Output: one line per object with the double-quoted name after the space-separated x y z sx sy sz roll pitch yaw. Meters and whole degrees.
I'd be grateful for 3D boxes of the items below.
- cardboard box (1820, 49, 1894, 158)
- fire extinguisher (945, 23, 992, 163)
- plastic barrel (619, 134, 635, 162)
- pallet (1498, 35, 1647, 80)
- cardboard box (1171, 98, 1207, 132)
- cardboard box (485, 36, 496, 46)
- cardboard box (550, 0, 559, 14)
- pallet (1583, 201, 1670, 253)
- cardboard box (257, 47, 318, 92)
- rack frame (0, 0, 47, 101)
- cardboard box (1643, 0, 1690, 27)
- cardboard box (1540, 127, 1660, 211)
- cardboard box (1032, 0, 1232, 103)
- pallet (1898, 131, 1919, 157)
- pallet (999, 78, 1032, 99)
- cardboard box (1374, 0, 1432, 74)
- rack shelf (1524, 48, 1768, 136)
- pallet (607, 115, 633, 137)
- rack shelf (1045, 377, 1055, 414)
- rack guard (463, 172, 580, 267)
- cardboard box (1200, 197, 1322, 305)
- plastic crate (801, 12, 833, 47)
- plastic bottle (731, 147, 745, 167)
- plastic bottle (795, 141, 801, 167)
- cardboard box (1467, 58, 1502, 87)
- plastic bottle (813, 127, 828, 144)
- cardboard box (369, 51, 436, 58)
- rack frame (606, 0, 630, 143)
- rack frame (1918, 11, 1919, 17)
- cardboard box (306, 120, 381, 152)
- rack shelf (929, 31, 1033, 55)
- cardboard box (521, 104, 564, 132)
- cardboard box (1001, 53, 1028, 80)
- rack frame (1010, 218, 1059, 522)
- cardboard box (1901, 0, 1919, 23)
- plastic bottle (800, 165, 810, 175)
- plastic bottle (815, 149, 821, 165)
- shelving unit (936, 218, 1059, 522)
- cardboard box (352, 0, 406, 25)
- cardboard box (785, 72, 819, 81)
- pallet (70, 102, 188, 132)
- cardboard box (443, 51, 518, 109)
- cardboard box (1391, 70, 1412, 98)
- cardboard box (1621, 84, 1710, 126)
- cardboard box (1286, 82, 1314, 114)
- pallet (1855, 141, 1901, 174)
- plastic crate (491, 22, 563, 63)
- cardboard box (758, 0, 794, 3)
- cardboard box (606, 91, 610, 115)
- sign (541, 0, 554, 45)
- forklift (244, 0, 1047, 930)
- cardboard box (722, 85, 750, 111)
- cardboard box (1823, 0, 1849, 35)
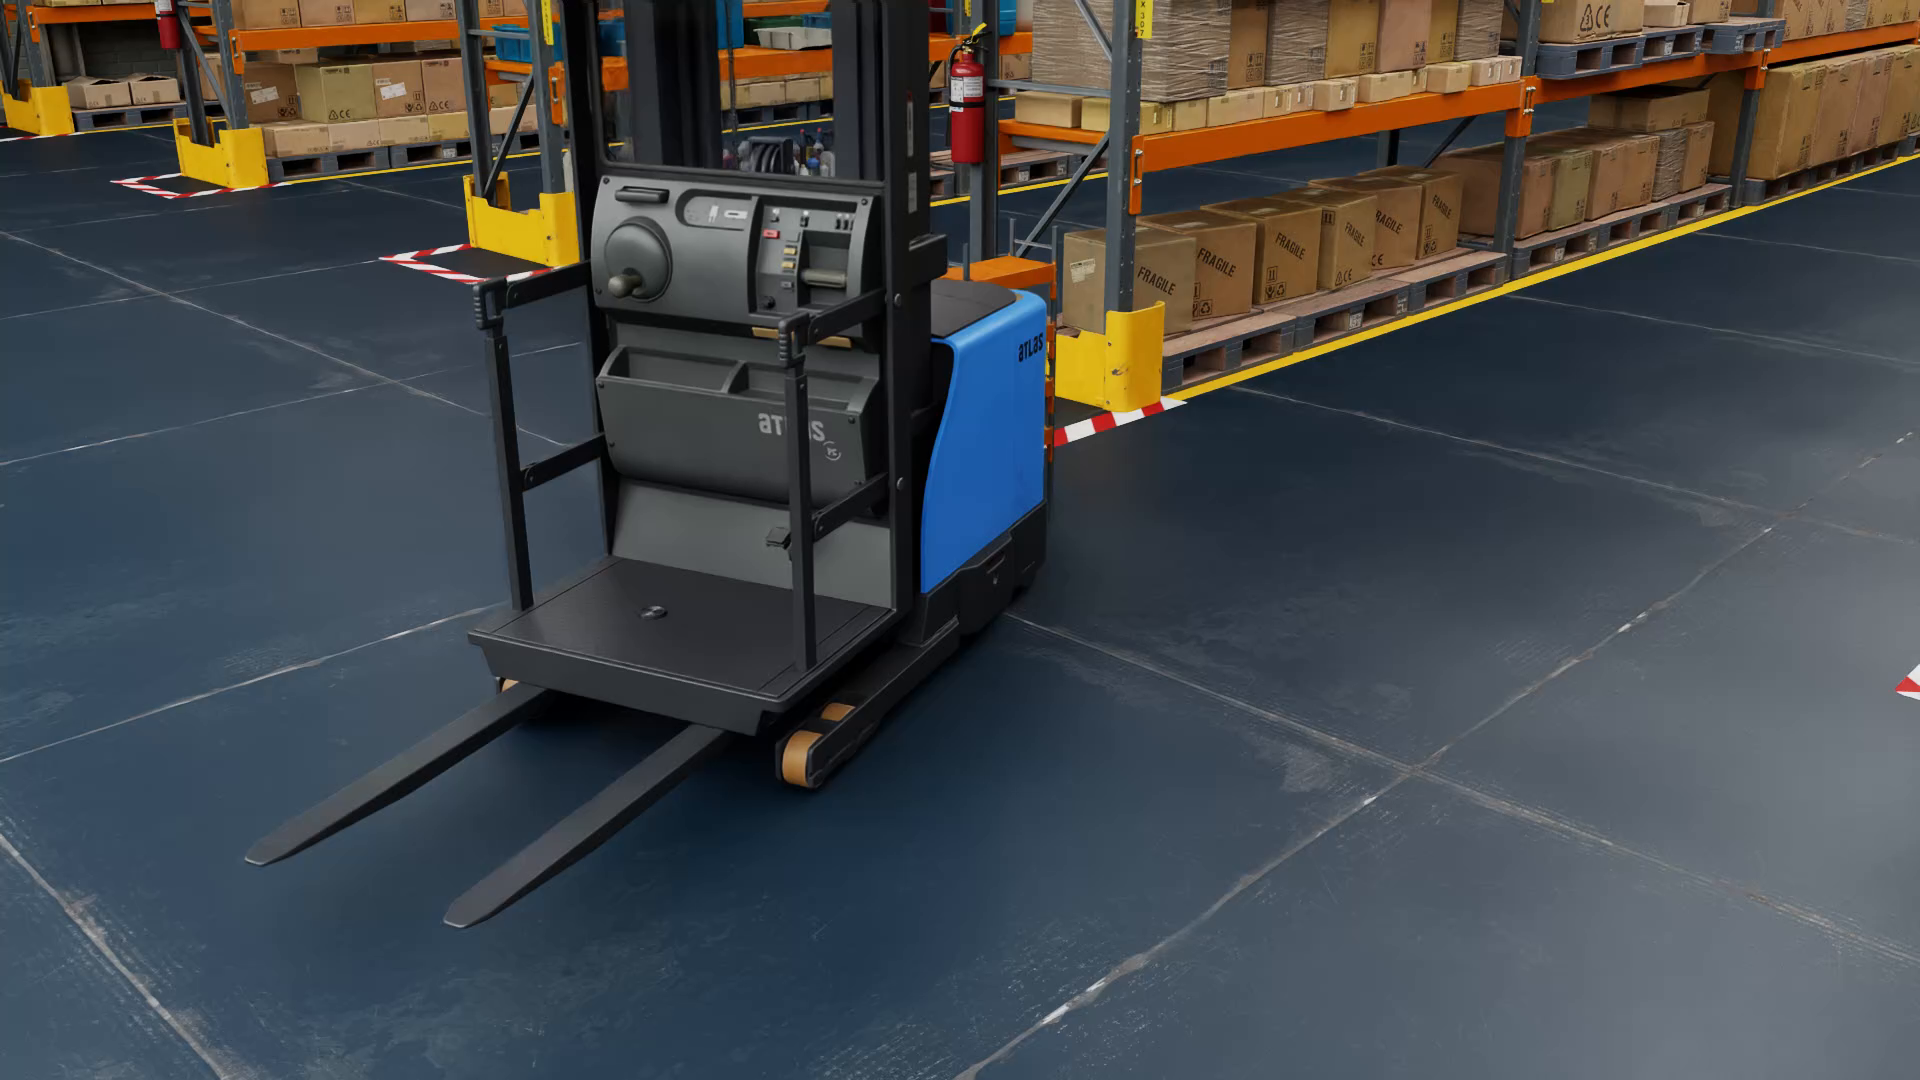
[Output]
7.766 -4.080 15.384 1.225 0.875 0.875 18 27 39 "cardboard box"
0.040 -2.240 8.329 0.296 0.674 0.183 19 28 41 "fire extinguisher"
-2.345 -2.782 12.513 0.421 0.512 0.421 0 21 0 "plastic barrel"
3.878 -3.289 11.218 1.003 0.211 1.213 19 28 41 "pallet"
1.008 -2.146 8.327 0.380 0.149 0.250 19 28 41 "cardboard box"
-6.196 -6.436 22.009 0.700 0.500 0.500 20 28 41 "cardboard box"
-4.160 -5.630 16.901 0.700 0.500 0.500 18 28 39 "cardboard box"
4.634 -2.432 12.609 1.003 0.211 1.213 19 28 41 "pallet"
-8.102 -5.699 20.092 0.500 0.500 0.500 17 27 37 "cardboard box"
-10.197 -5.909 17.768 1.000 3.000 0.127 19 28 41 "rack frame"
5.061 -3.884 12.100 0.396 0.266 0.258 18 28 39 "cardboard box"
4.809 -2.815 12.587 0.500 0.500 0.700 -17 27 -38 "cardboard box"
0.853 -2.510 8.370 0.875 0.500 0.500 19 28 41 "cardboard box"
9.408 -4.149 17.075 1.003 0.211 1.213 19 28 41 "pallet"
0.335 -5.920 21.682 1.003 0.211 1.213 19 28 41 "pallet"
2.232 -3.030 9.723 0.875 0.500 0.500 19 28 41 "cardboard box"
4.636 -3.397 12.233 1.077 0.370 4.000 19 28 41 "rack shelf"
-3.369 -4.596 18.238 1.003 0.211 1.213 19 28 41 "pallet"
0.115 -0.540 6.494 0.258 0.148 0.480 19 28 41 "rack shelf"
-3.079 -2.294 11.847 1.175 0.500 0.348 19 28 41 "rack guard"
1.740 -1.694 9.700 0.500 0.500 0.500 -17 27 -37 "cardboard box"
-0.886 -4.036 13.102 0.499 0.251 0.616 19 28 41 "plastic crate"
-1.839 -3.039 13.484 0.152 0.276 0.135 18 28 39 "plastic bottle"
-1.376 -3.190 13.884 0.097 0.271 0.097 0 21 0 "plastic bottle"
3.120 -2.910 10.316 0.380 0.149 0.250 19 28 41 "cardboard box"
-1.169 -3.323 14.119 0.185 0.351 0.144 -19 28 -41 "plastic bottle"
-5.447 -4.534 16.392 0.500 0.500 0.500 19 28 41 "cardboard box"
-3.855 -5.699 17.220 1.000 3.000 0.127 19 28 41 "rack frame"
8.821 -5.275 16.117 1.000 3.000 0.127 19 28 41 "rack frame"
-5.765 -3.795 15.513 0.500 0.250 0.500 19 28 41 "cardboard box"
1.087 -4.636 15.459 1.077 0.370 4.000 19 28 41 "rack shelf"
-4.377 -4.311 16.857 0.500 0.250 0.500 19 28 41 "cardboard box"
0.533 -6.210 21.421 0.500 0.500 0.500 18 27 39 "cardboard box"
0.286 -0.665 6.633 0.240 1.200 0.015 19 28 41 "rack frame"
8.691 -5.133 15.609 0.500 0.500 0.500 19 28 41 "cardboard box"
-1.233 -2.856 13.112 0.097 0.201 0.097 0 21 0 "plastic bottle"
-1.103 -3.011 13.400 0.061 0.283 0.133 19 28 41 "plastic bottle"
0.115 -0.603 6.470 0.258 1.200 0.503 19 28 41 "shelving unit"
-5.597 -5.096 15.513 0.700 0.500 0.500 19 28 41 "cardboard box"
-1.965 -5.441 19.014 0.500 0.311 0.500 19 28 40 "cardboard box"
-9.552 -4.827 18.839 1.003 0.211 1.213 19 28 41 "pallet"
-4.725 -4.532 16.387 0.500 0.500 0.500 19 28 41 "cardboard box"
2.394 -2.663 9.673 0.380 0.149 0.250 19 28 41 "cardboard box"
5.585 -3.455 13.209 0.500 0.250 0.500 -19 28 -40 "cardboard box"
1.687 -2.409 9.012 0.380 0.149 0.250 19 28 41 "cardboard box"
8.337 -3.756 16.052 1.003 0.211 1.213 19 28 41 "pallet"
-2.964 -3.564 11.873 0.499 0.251 0.616 19 28 41 "plastic crate"
-2.223 -6.338 18.744 0.500 0.500 0.500 17 27 38 "cardboard box"
-3.773 -4.790 18.104 0.500 0.250 0.500 19 28 40 "cardboard box"
-2.708 -3.420 10.906 0.100 0.325 0.005 19 28 41 "sign"
-0.765 -0.838 4.669 1.130 2.935 3.031 10 23 23 "forklift"
-2.679 -4.918 18.436 0.500 0.250 0.500 18 28 39 "cardboard box"
7.278 -4.616 14.263 0.500 0.500 0.500 19 28 40 "cardboard box"
